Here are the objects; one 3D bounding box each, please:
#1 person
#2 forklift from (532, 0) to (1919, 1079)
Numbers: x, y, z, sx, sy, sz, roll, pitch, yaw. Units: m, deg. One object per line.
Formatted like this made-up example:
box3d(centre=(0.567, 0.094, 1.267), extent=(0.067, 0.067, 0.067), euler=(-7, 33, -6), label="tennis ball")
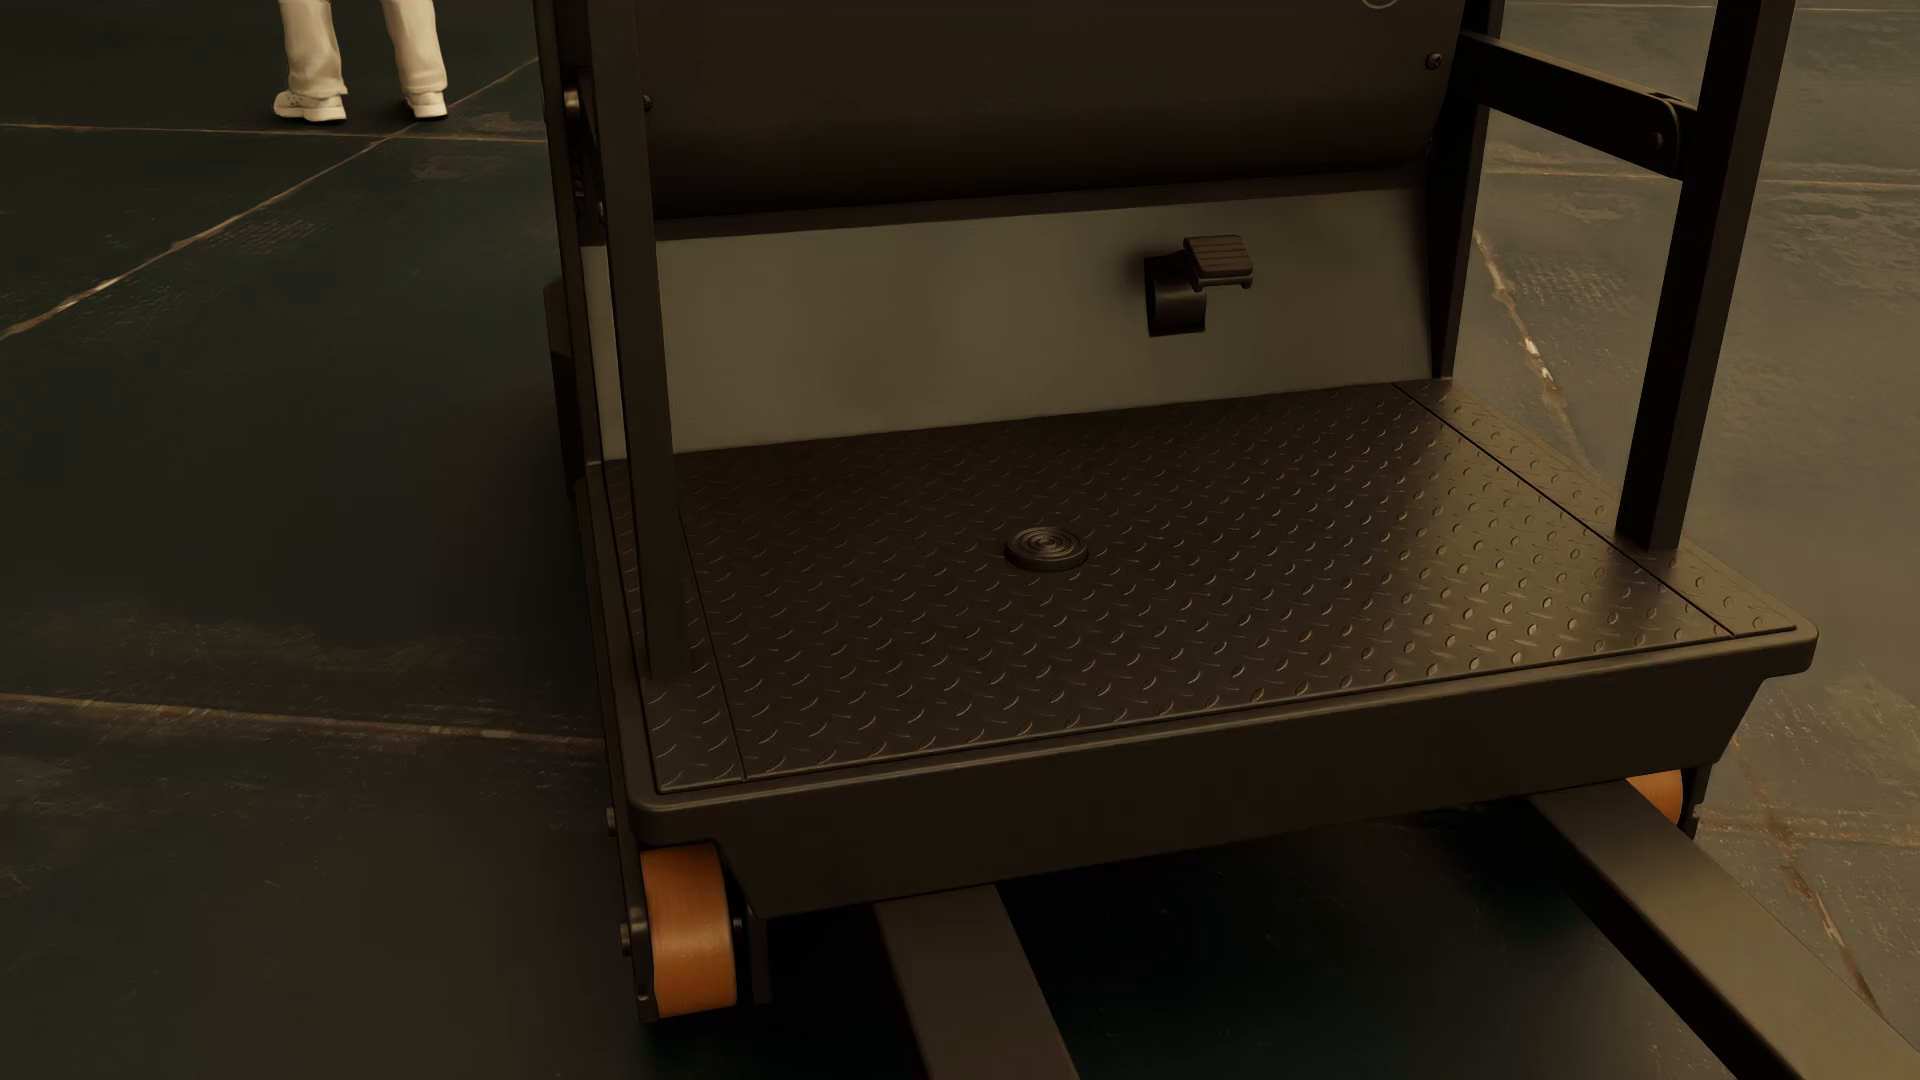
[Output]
box3d(centre=(-1.819, -2.109, 4.757), extent=(0.653, 1.781, 0.465), euler=(-15, 30, -27), label="person")
box3d(centre=(0.153, -1.049, 1.319), extent=(1.130, 2.935, 3.031), euler=(-7, 27, -13), label="forklift")
